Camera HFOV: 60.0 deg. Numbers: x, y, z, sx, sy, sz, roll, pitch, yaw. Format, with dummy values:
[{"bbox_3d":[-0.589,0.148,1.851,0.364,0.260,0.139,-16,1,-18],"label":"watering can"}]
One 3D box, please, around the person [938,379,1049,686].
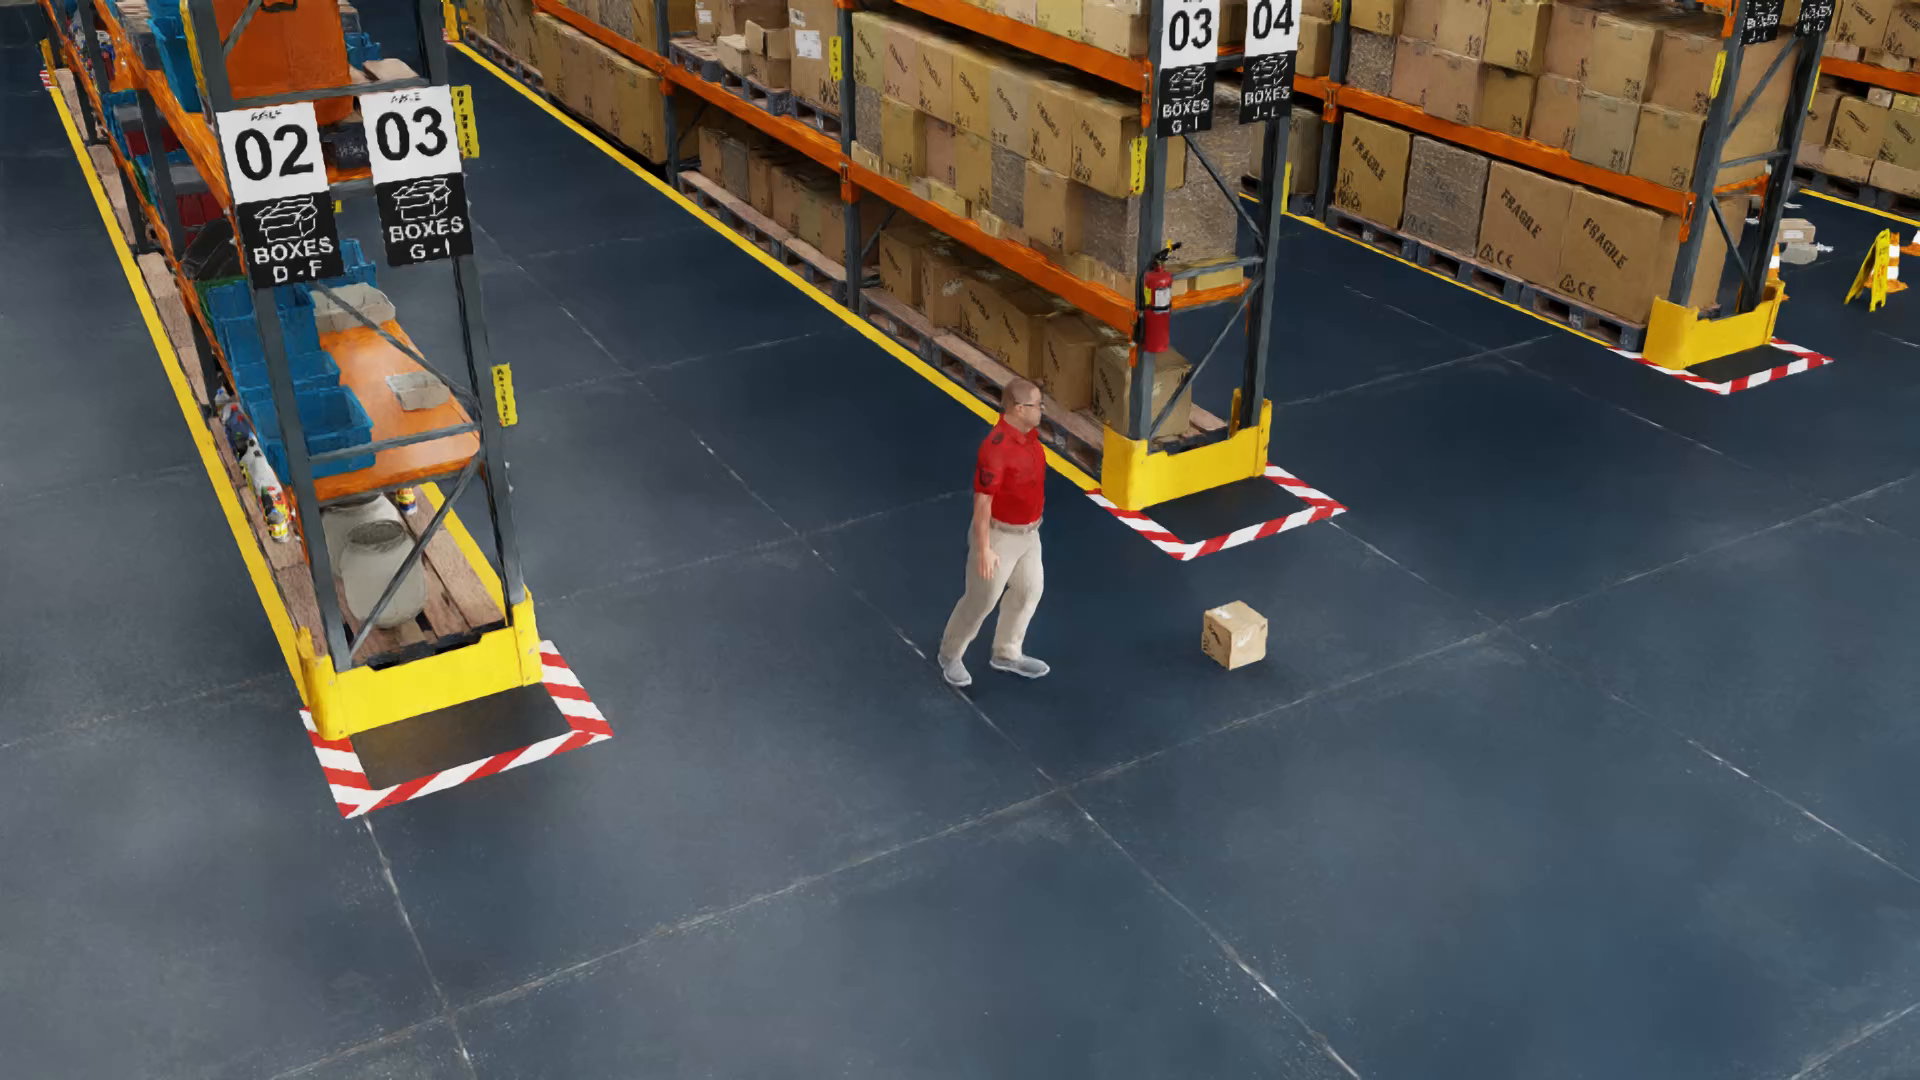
[{"bbox_3d":[0.183,-0.043,8.666,0.577,1.714,0.585,14,32,24],"label":"person"}]
